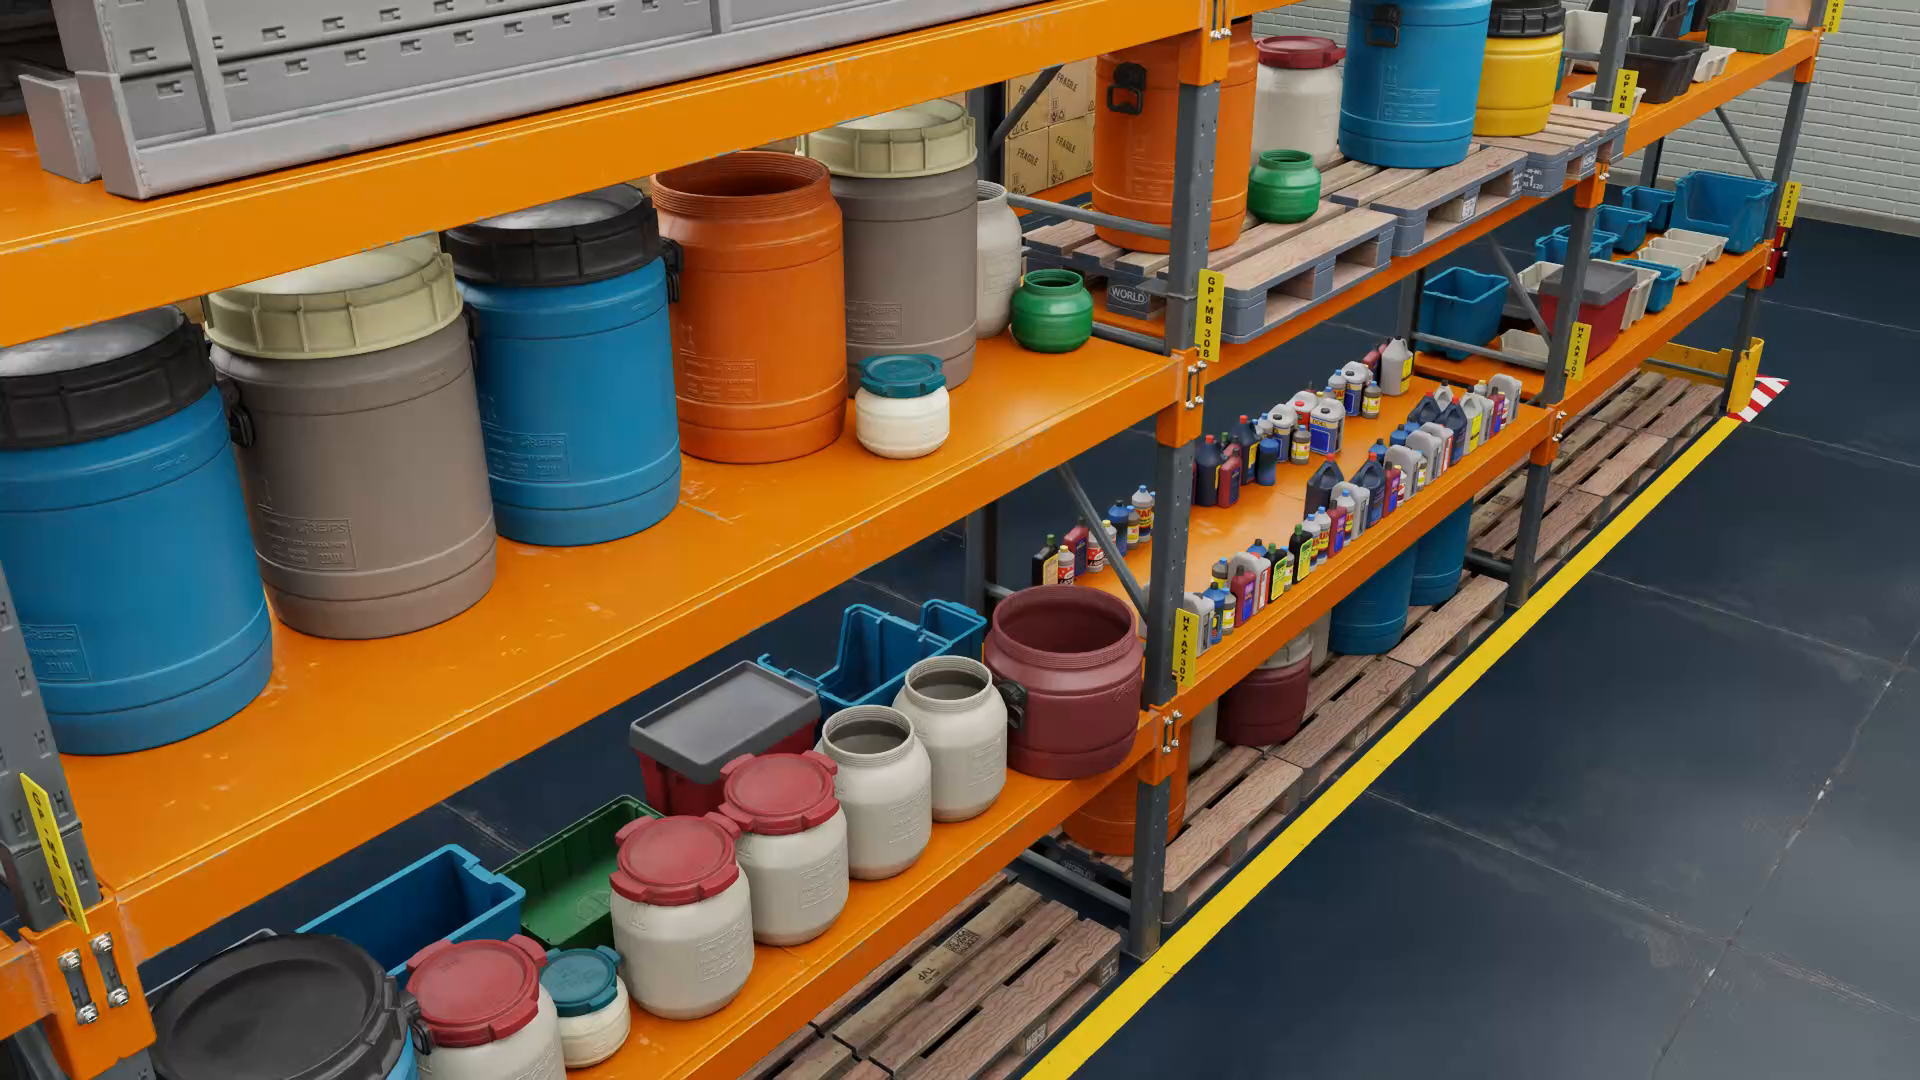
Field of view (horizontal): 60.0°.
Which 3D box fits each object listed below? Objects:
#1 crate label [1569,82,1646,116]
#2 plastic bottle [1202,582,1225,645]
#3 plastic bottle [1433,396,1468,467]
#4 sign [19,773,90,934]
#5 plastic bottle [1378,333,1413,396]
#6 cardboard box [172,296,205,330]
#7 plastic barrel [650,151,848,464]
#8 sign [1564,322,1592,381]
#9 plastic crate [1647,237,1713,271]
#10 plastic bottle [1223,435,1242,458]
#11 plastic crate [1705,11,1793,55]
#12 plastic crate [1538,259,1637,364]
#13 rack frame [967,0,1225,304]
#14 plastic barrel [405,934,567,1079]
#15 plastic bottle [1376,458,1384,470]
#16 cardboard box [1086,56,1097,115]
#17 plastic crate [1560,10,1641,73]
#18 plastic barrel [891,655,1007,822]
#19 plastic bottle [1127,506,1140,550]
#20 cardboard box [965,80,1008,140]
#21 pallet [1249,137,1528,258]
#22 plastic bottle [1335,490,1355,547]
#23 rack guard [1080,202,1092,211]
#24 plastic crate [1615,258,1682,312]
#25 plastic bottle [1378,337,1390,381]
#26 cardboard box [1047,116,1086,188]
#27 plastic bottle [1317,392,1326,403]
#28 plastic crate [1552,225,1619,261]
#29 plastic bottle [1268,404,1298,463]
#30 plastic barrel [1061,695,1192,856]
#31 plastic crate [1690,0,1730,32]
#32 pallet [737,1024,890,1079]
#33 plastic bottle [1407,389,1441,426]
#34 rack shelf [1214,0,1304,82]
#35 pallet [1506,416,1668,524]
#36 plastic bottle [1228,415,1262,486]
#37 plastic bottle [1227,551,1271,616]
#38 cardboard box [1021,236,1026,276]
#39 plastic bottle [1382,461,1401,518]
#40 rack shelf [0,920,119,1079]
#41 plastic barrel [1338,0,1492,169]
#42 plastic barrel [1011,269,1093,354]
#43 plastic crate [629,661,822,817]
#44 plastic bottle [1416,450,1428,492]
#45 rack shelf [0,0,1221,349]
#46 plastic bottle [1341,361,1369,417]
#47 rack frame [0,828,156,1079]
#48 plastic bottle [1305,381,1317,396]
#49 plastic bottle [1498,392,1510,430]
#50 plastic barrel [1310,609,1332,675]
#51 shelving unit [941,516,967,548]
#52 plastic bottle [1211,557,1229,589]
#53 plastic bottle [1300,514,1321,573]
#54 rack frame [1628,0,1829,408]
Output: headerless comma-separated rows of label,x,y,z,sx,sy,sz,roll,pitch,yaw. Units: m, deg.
crate label,3.528,-2.385,9.119,0.293,0.136,0.466,21,34,34
plastic bottle,1.069,0.302,7.042,0.097,0.271,0.097,0,27,0
plastic bottle,2.544,-0.572,8.645,0.144,0.351,0.185,21,34,34
sign,-1.678,0.584,3.083,0.100,0.325,0.005,21,34,34
plastic bottle,2.494,-1.015,9.501,0.144,0.351,0.185,21,34,34
cardboard box,-6.626,-2.013,13.258,0.750,0.750,0.750,20,34,34
plastic barrel,-0.657,-0.726,5.158,0.600,0.830,0.708,21,34,34
sign,3.417,-1.043,9.200,0.100,0.325,0.005,21,34,34
plastic crate,4.963,-1.968,11.512,0.396,0.136,0.243,21,34,34
plastic bottle,1.354,-0.380,8.346,0.061,0.283,0.133,21,34,34
plastic crate,5.131,-3.304,10.839,0.450,0.188,0.336,21,34,34
plastic crate,3.755,-1.380,10.017,0.402,0.464,0.583,21,34,34
rack frame,0.449,-2.328,5.456,1.000,3.000,0.127,21,34,34
plastic barrel,-1.317,1.420,4.593,0.433,0.535,0.433,0,27,0
plastic bottle,2.022,-0.273,8.153,0.097,0.271,0.097,0,27,0
cardboard box,1.000,-3.834,13.700,0.500,0.500,0.500,22,34,36
plastic crate,8.961,1.893,1.779,20.812,1.282,9.301,21,34,34
plastic barrel,-0.040,0.714,5.983,0.421,0.512,0.421,0,27,0
plastic bottle,0.797,-0.064,7.825,0.097,0.201,0.097,0,27,0
cardboard box,0.018,-3.287,12.641,0.500,0.500,0.500,20,33,33
pallet,1.851,-1.620,7.558,1.003,0.211,1.213,21,34,34
plastic bottle,1.803,-0.107,7.833,0.097,0.271,0.097,0,27,0
rack guard,1.670,-2.811,15.640,1.175,0.500,0.348,21,34,34
plastic crate,4.429,-1.649,10.789,0.416,0.233,0.300,21,34,34
plastic bottle,2.431,-1.024,9.592,0.061,0.283,0.133,21,34,34
cardboard box,0.674,-3.216,13.592,0.500,0.500,0.500,20,34,34
plastic bottle,1.954,-0.708,9.071,0.097,0.201,0.097,0,27,0
plastic crate,4.289,-1.994,11.456,0.416,0.233,0.300,21,34,34
plastic bottle,1.669,-0.563,8.708,0.152,0.276,0.135,21,34,34
plastic barrel,0.747,0.936,7.581,0.600,0.830,0.708,21,34,34
plastic crate,5.078,-3.719,11.551,0.497,0.269,0.590,21,34,34
pallet,-0.850,2.269,6.133,1.003,0.211,1.213,21,34,34
plastic bottle,2.432,-0.614,8.727,0.144,0.351,0.185,21,34,34
rack shelf,1.721,-2.539,7.083,1.077,0.370,4.000,21,34,34
pallet,4.207,-0.549,11.582,1.003,0.211,1.213,21,34,34
plastic bottle,1.440,-0.472,8.451,0.144,0.351,0.185,21,34,34
plastic bottle,1.268,0.169,7.294,0.152,0.276,0.135,21,34,34
cardboard box,0.365,-2.284,14.139,0.797,0.503,0.637,21,34,34
plastic bottle,2.094,-0.262,8.118,0.061,0.283,0.133,21,34,34
rack shelf,-3.367,1.452,2.198,1.077,0.370,4.000,21,34,34
plastic barrel,2.026,-2.173,7.418,0.600,0.901,0.708,21,34,34
plastic barrel,0.332,-0.824,5.982,0.294,0.245,0.294,0,27,0
plastic crate,-0.815,0.792,5.885,0.402,0.464,0.583,21,34,34
plastic bottle,2.301,-0.354,8.385,0.097,0.201,0.097,0,27,0
rack shelf,-0.823,-1.121,4.342,1.077,0.370,4.000,21,34,34
plastic bottle,2.172,-0.844,9.251,0.152,0.276,0.135,21,34,34
rack frame,-2.095,1.755,4.093,1.000,3.000,0.127,21,34,34
plastic bottle,1.866,-0.709,8.983,0.061,0.283,0.133,21,34,34
plastic bottle,2.940,-0.710,9.073,0.097,0.201,0.097,0,27,0
plastic barrel,1.756,0.450,8.866,0.421,0.512,0.421,0,27,0
shelving unit,0.034,-0.485,10.545,0.215,1.050,0.252,21,34,34
plastic bottle,1.160,0.172,7.368,0.097,0.201,0.097,0,27,0
plastic bottle,1.595,0.009,7.608,0.097,0.271,0.097,0,27,0
rack frame,5.538,-2.499,12.317,1.000,3.000,0.127,21,34,34
